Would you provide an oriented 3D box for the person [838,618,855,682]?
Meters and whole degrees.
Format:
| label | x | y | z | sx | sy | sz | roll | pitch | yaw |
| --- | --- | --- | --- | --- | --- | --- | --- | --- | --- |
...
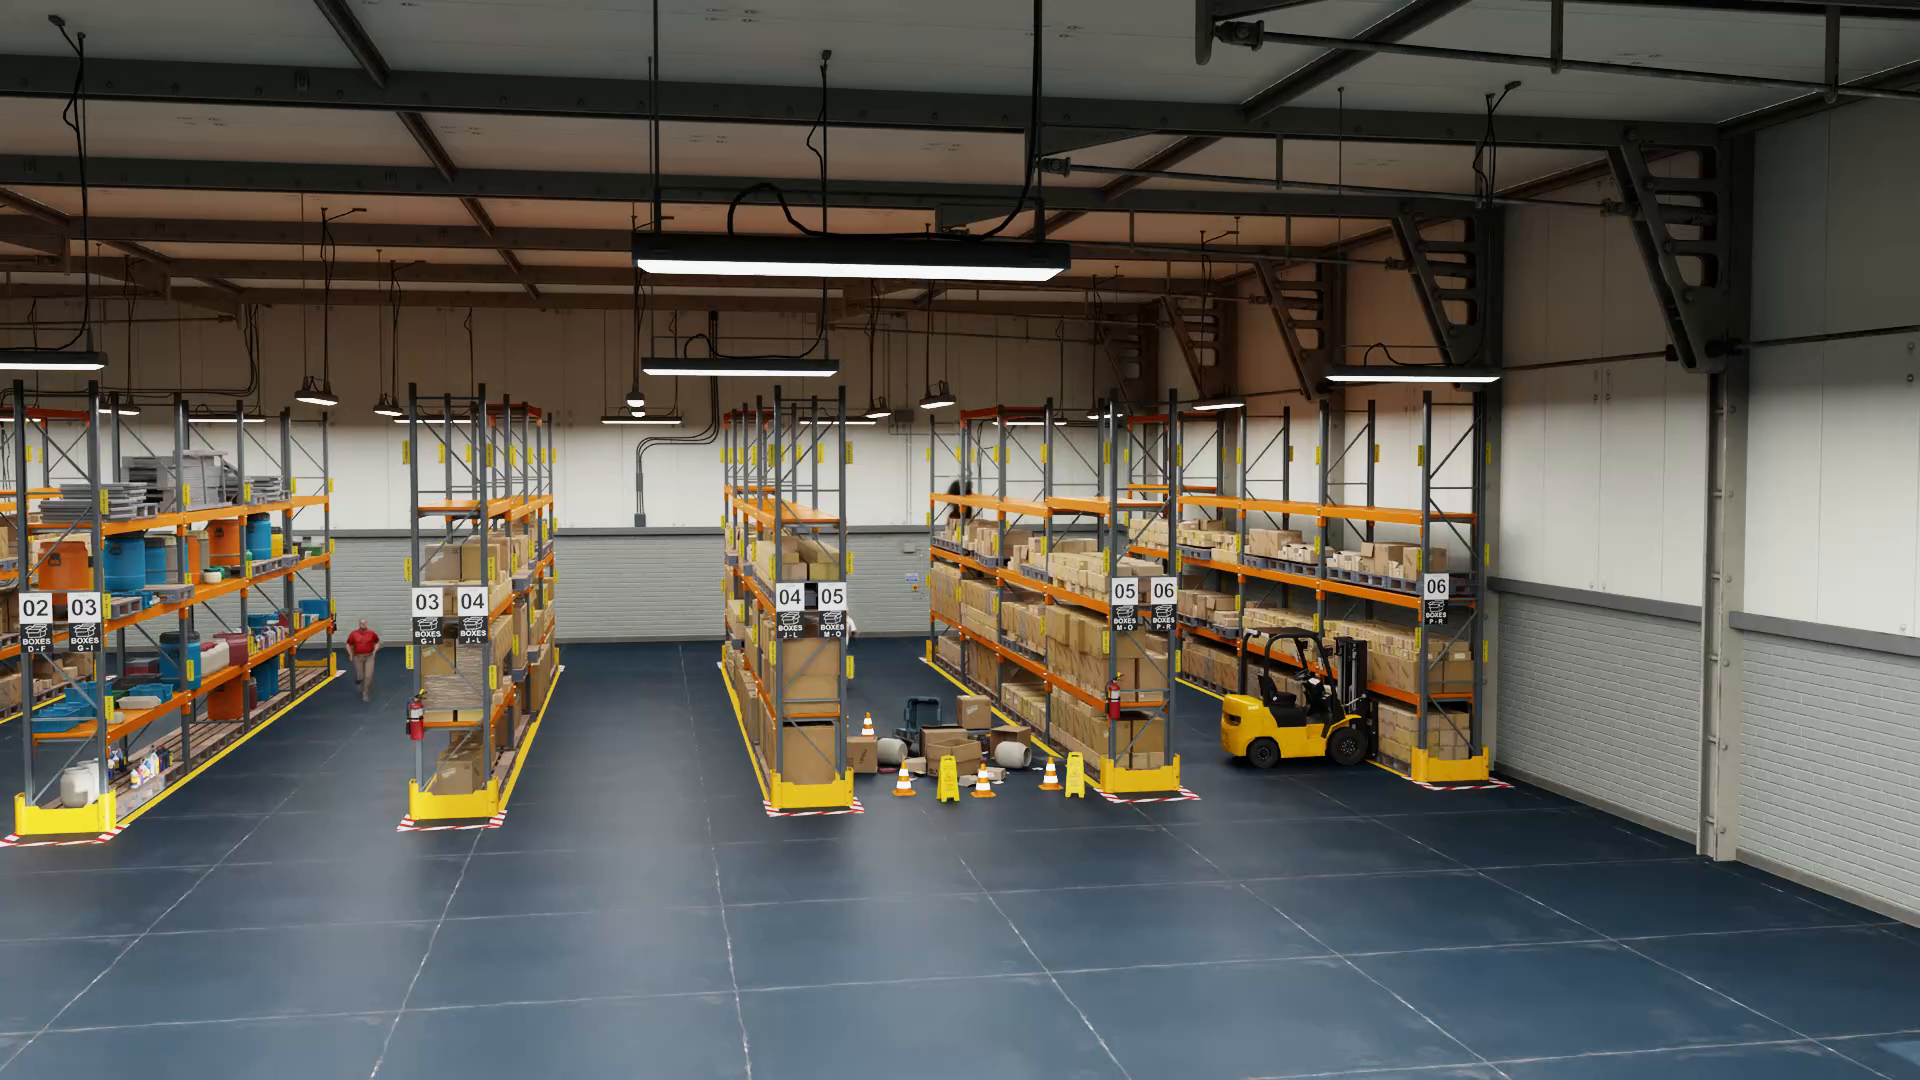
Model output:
| label | x | y | z | sx | sy | sz | roll | pitch | yaw |
| --- | --- | --- | --- | --- | --- | --- | --- | --- | --- |
| person | -2.694 | 2.272 | 36.821 | 0.704 | 1.721 | 0.555 | -1 | 3 | -13 |

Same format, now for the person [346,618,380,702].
| label | x | y | z | sx | sy | sz | roll | pitch | yaw |
| --- | --- | --- | --- | --- | --- | --- | --- | --- | --- |
| person | -12.223 | 2.444 | 34.069 | 0.652 | 1.688 | 0.646 | -1 | 3 | -26 |
